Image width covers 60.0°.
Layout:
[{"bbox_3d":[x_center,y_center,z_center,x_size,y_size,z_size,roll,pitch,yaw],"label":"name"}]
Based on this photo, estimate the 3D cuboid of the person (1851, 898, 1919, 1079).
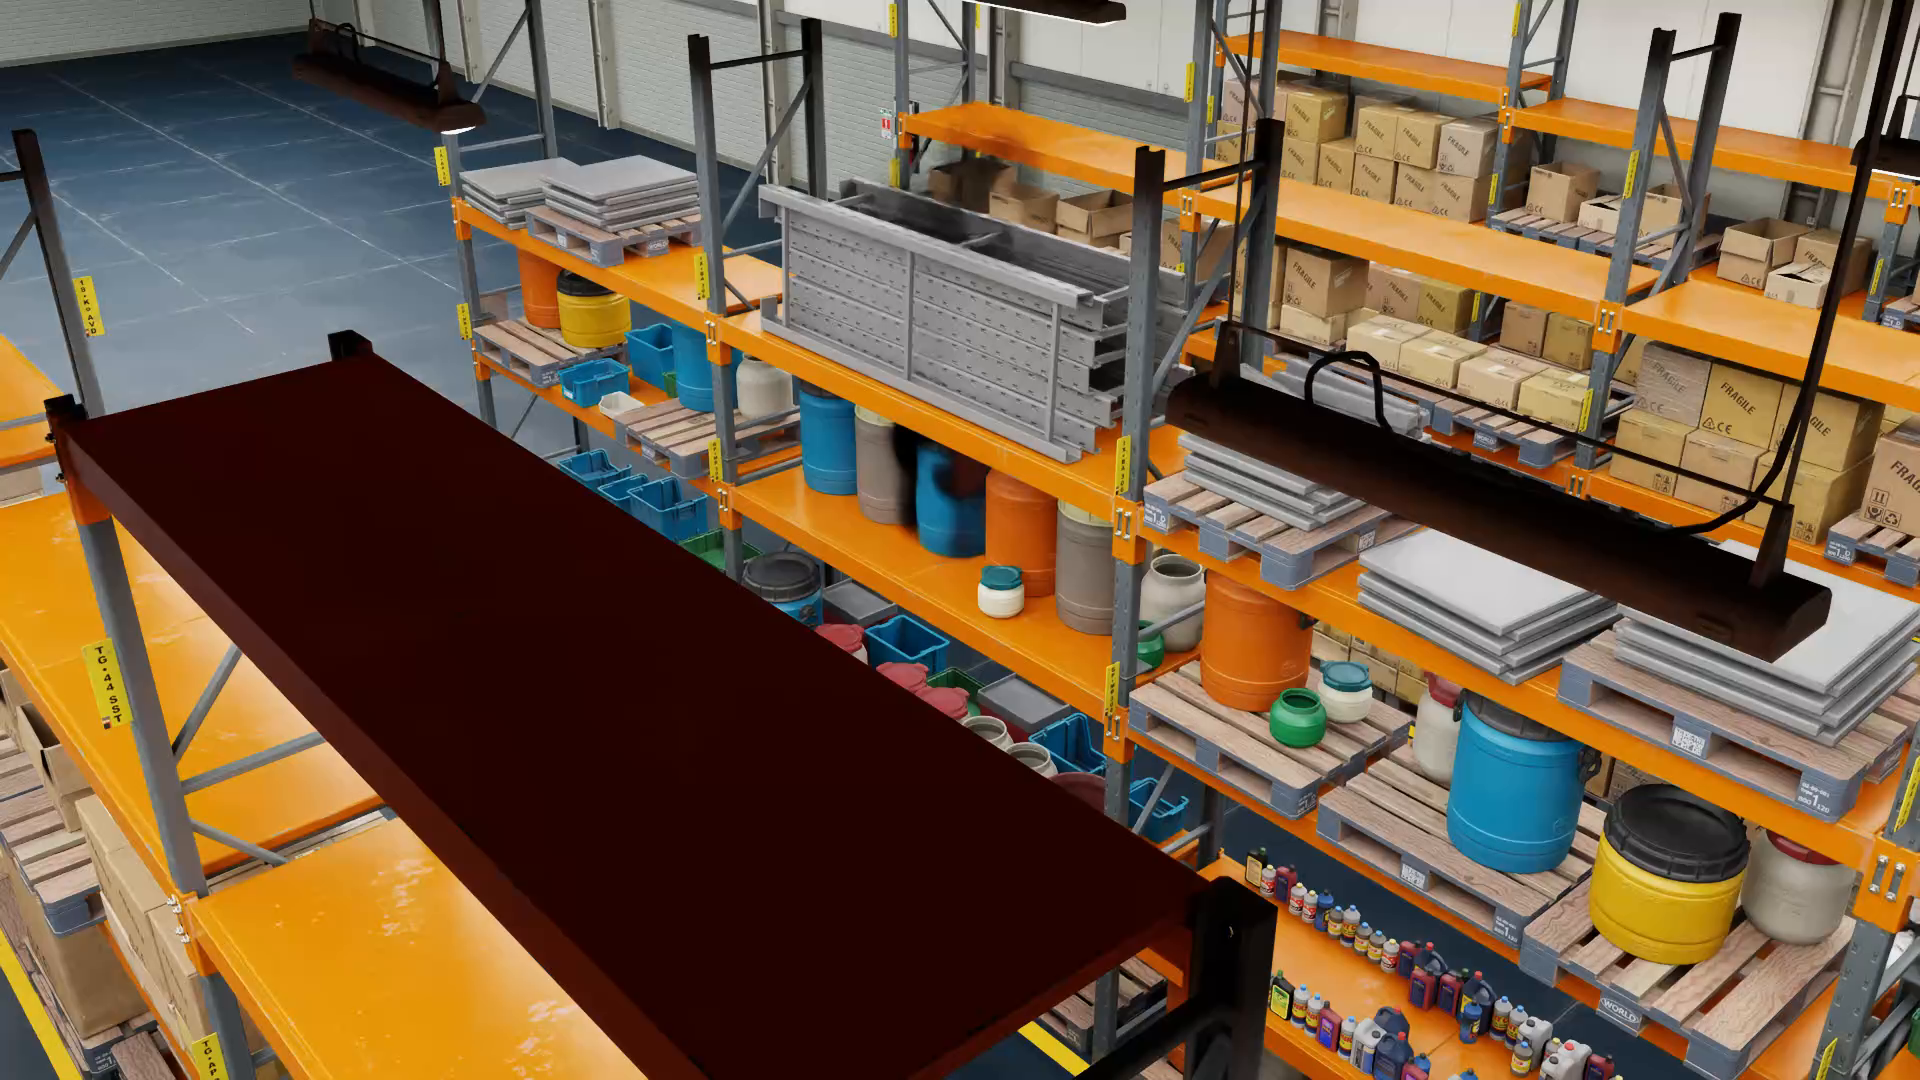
[{"bbox_3d":[5.562,2.813,10.226,0.569,1.661,0.554,-24,35,-38],"label":"person"}]
